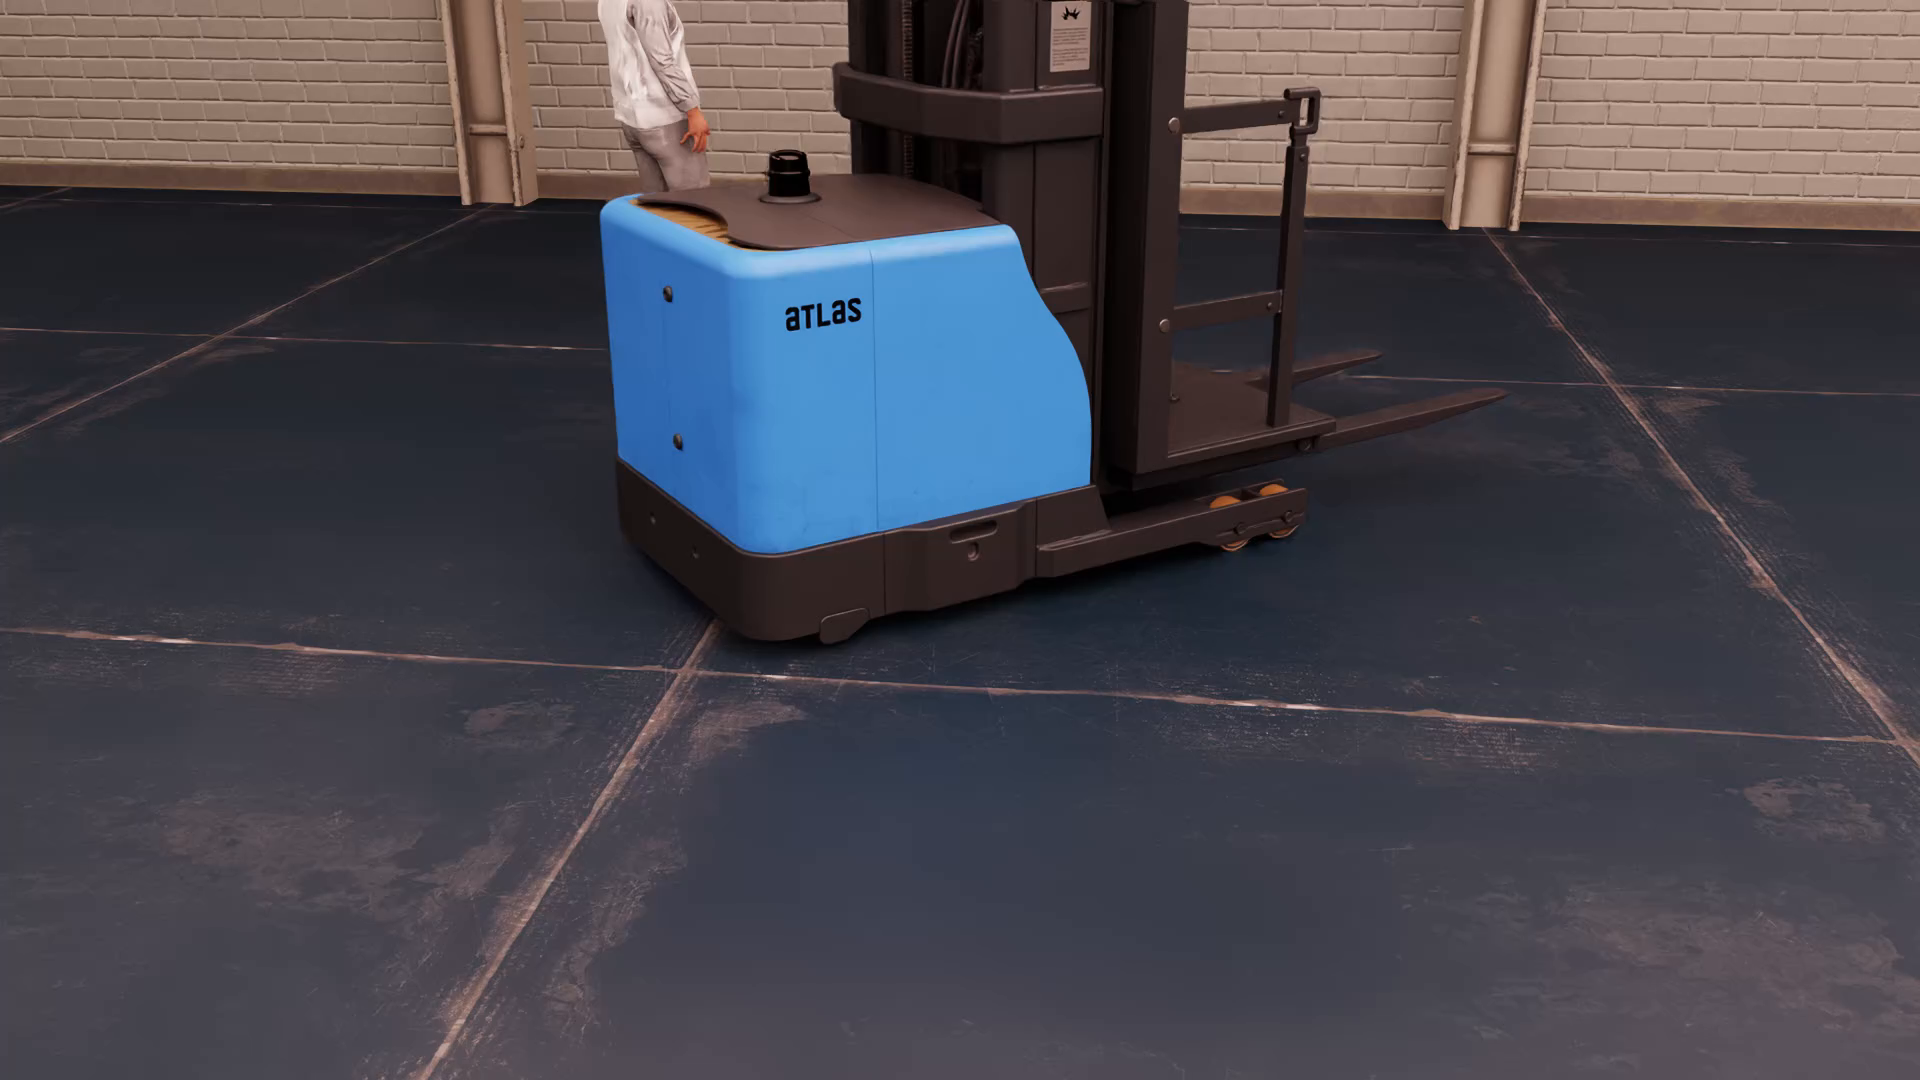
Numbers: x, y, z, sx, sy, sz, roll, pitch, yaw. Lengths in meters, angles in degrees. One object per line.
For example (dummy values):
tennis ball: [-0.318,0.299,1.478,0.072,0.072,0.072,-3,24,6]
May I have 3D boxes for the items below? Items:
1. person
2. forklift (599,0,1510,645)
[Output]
person: [-1.296,-1.923,7.560,0.570,1.773,0.630,-14,26,-32]
forklift: [0.484,-1.479,4.927,3.031,2.935,1.130,-13,25,-29]
